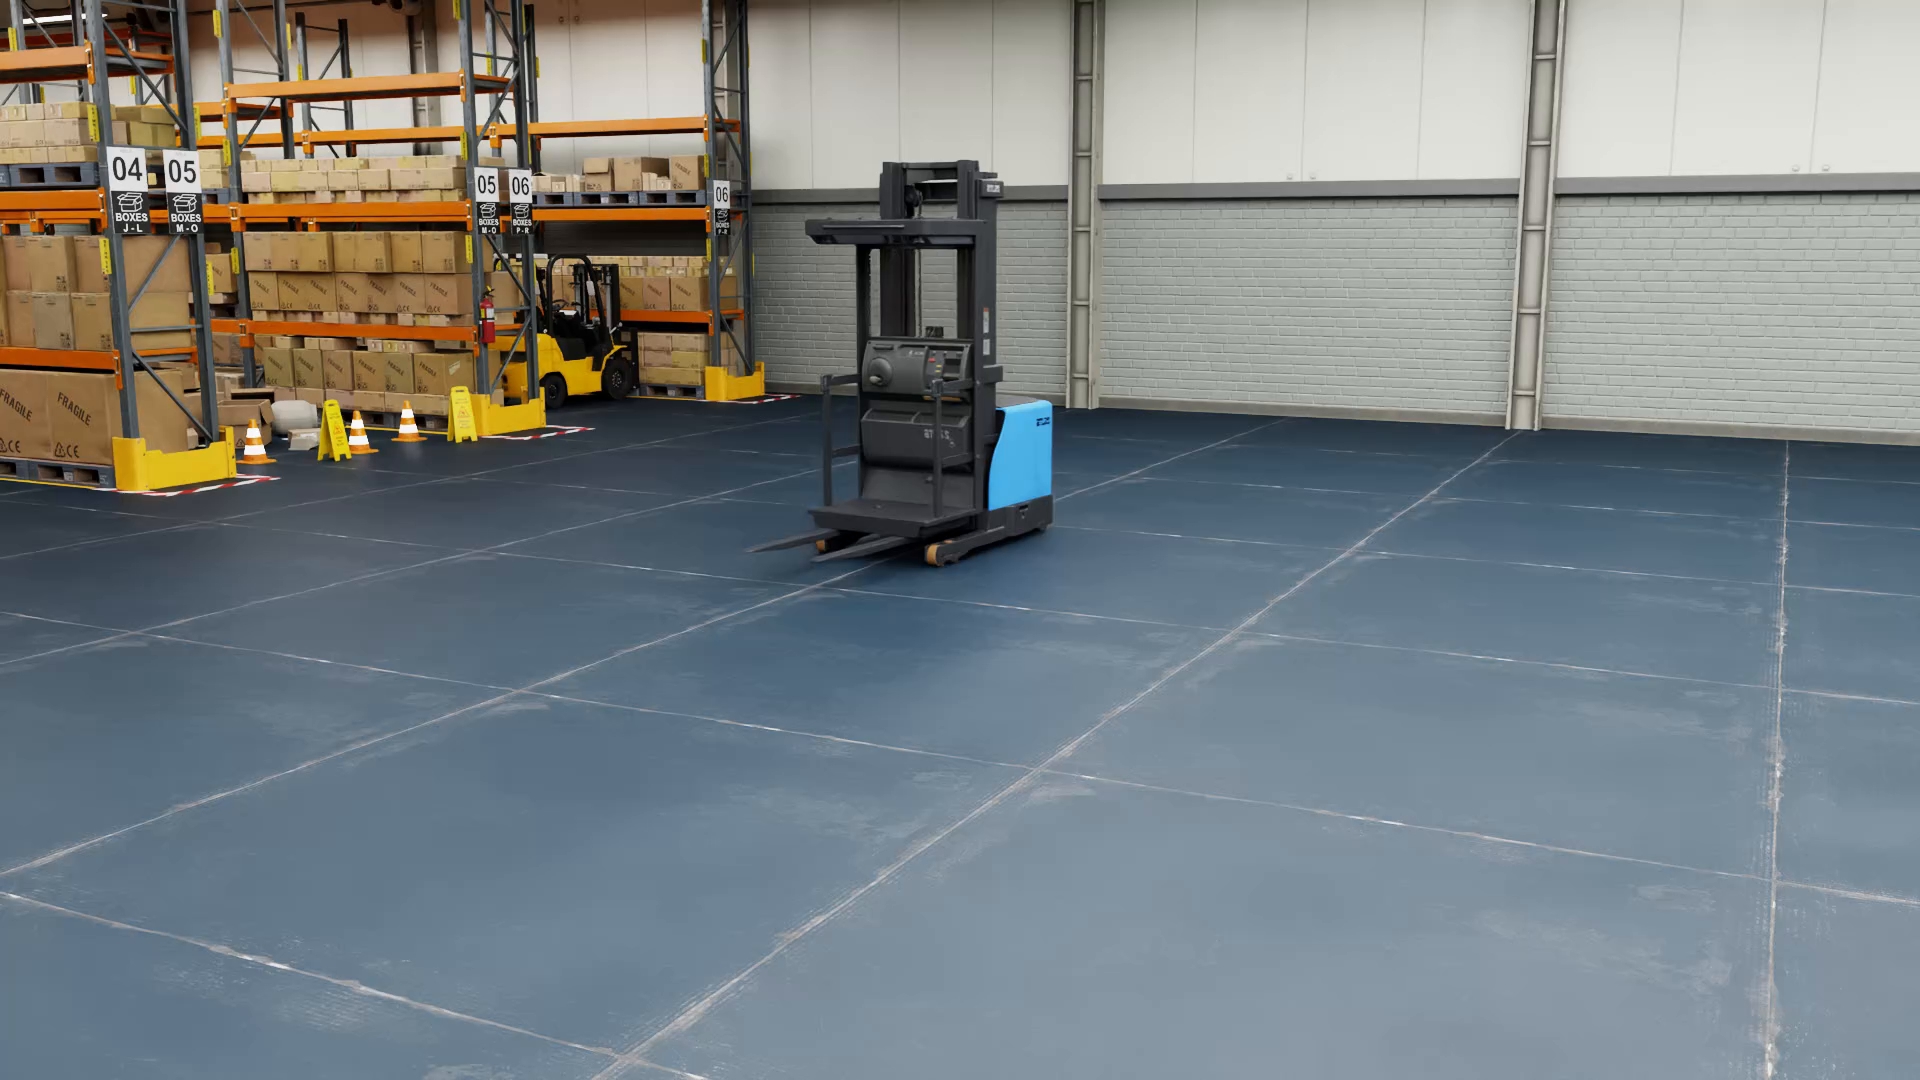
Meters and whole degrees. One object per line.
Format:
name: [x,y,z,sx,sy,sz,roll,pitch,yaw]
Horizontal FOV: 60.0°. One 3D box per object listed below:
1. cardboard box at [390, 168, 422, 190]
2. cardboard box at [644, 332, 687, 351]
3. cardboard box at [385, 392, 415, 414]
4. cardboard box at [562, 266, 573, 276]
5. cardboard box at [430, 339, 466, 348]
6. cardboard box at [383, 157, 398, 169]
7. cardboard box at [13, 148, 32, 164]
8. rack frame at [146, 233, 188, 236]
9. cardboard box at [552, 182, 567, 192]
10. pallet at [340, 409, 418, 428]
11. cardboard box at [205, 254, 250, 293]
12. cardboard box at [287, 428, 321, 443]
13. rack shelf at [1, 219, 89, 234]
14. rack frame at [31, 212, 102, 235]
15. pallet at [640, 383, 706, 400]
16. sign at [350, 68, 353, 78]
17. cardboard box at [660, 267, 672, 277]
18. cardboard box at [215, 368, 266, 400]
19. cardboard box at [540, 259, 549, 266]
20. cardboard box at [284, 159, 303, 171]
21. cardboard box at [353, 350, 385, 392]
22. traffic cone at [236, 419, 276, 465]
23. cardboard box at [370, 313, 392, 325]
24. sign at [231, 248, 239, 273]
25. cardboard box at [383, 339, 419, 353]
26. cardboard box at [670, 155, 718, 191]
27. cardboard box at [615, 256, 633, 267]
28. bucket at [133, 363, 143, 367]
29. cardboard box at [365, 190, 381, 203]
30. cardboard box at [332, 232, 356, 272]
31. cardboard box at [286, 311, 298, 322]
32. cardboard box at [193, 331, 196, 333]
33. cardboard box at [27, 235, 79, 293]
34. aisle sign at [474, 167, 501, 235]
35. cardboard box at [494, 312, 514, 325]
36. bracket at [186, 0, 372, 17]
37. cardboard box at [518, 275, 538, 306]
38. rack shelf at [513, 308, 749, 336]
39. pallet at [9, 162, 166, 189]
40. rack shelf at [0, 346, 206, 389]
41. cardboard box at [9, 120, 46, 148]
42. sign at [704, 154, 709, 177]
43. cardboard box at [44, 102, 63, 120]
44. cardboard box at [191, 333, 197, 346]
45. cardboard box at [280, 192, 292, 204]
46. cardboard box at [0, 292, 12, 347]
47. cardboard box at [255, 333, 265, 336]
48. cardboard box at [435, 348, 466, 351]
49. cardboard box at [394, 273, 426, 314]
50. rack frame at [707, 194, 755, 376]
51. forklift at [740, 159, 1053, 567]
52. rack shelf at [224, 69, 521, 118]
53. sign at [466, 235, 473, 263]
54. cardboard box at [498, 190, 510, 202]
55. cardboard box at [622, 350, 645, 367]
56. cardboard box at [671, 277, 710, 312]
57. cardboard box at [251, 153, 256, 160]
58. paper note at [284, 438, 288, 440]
cardboard box: [-6.629,-4.428,20.439,0.500,0.250,0.500,5,11,25]
cardboard box: [-4.425,-3.005,25.145,0.500,0.250,0.500,5,12,27]
cardboard box: [-6.911,-1.757,21.056,0.500,0.250,0.500,5,11,26]
cardboard box: [-5.929,-4.162,25.699,0.250,0.149,0.380,5,11,25]
cardboard box: [-8.166,-3.089,27.361,0.625,0.625,0.875,5,11,25]
cardboard box: [-6.912,-4.657,20.583,0.250,0.149,0.380,5,11,26]
cardboard box: [-8.837,-3.682,15.977,0.250,0.149,0.380,5,11,26]
rack frame: [-14.175,-4.579,30.108,0.127,3.000,1.000,5,11,26]
cardboard box: [-6.043,-5.413,25.536,0.250,0.149,0.380,5,12,28]
pallet: [-7.477,-1.640,21.701,1.213,0.211,1.003,5,11,26]
cardboard box: [-9.709,-3.558,22.169,0.500,0.500,0.500,5,11,25]
cardboard box: [-7.675,-1.218,19.544,0.380,0.149,0.250,-7,12,-33]
rack shelf: [-15.968,-5.859,30.776,4.000,0.370,1.077,5,11,26]
rack frame: [-12.781,-3.471,23.985,0.127,3.000,1.000,5,11,26]
pallet: [-4.118,-2.315,25.428,1.213,0.211,1.003,5,11,26]
sign: [-10.345,-7.842,28.227,0.005,0.325,0.100,5,11,26]
cardboard box: [-4.296,-4.030,24.973,0.250,0.149,0.380,5,12,27]
cardboard box: [-9.665,-2.110,22.666,0.625,0.372,0.950,5,11,27]
cardboard box: [-6.339,-4.366,25.994,0.250,0.149,0.380,5,11,25]
cardboard box: [-8.353,-4.760,21.154,0.250,0.149,0.380,5,11,25]
cardboard box: [-7.359,-2.166,21.211,0.500,0.500,0.500,5,11,24]
traffic cone: [-7.554,-1.062,17.800,0.334,0.463,0.336,5,11,26]
cardboard box: [-7.214,-2.802,20.993,0.250,0.149,0.380,5,11,25]
sign: [-9.436,-3.636,21.649,0.005,0.325,0.100,5,11,26]
cardboard box: [-7.023,-2.442,20.916,0.250,0.149,0.380,5,12,27]
cardboard box: [-3.918,-5.411,24.539,0.500,0.500,0.500,5,12,28]
cardboard box: [-5.017,-4.227,25.228,0.250,0.149,0.380,5,12,27]
bucket: [-10.151,-1.852,19.963,0.726,0.611,0.620,-10,4,-43]
cardboard box: [-7.186,-4.282,20.748,0.250,0.149,0.380,5,11,24]
cardboard box: [-7.500,-3.660,21.105,0.500,0.500,0.700,5,11,25]
cardboard box: [-8.552,-2.928,21.693,0.250,0.149,0.380,5,11,26]
cardboard box: [-13.453,-3.776,29.691,0.250,0.149,0.380,4,11,23]
cardboard box: [-8.556,-2.711,16.334,0.550,0.550,0.875,5,11,26]
aisle sign: [-5.679,-4.068,19.988,0.004,0.787,0.394,5,11,26]
cardboard box: [-5.819,-2.777,20.855,0.250,0.149,0.380,5,11,26]
bracket: [-11.860,-9.207,28.729,4.783,0.066,0.076,5,11,26]
cardboard box: [-6.718,-3.921,26.193,0.500,0.500,0.500,5,11,24]
rack shelf: [-5.207,-3.437,25.819,4.000,0.370,1.077,5,11,26]
pallet: [-8.376,-3.531,16.144,1.213,0.211,1.003,5,11,26]
rack shelf: [-9.500,-1.846,17.025,4.000,0.370,1.077,5,11,26]
cardboard box: [-8.717,-3.880,15.948,0.500,0.250,0.500,5,11,26]
sign: [-3.666,-5.421,24.072,0.005,0.325,0.100,5,11,26]
cardboard box: [-8.381,-4.035,15.685,0.250,0.149,0.380,5,11,26]
cardboard box: [-13.359,-3.441,29.661,0.500,0.500,0.500,5,11,25]
cardboard box: [-8.541,-4.413,21.473,0.250,0.149,0.380,5,11,26]
cardboard box: [-9.502,-2.277,16.967,0.500,0.550,0.875,5,11,26]
cardboard box: [-12.058,-3.650,28.994,0.250,0.149,0.380,5,11,25]
cardboard box: [-6.700,-2.213,21.472,0.500,0.500,0.500,5,11,24]
cardboard box: [-6.662,-3.075,20.682,0.500,0.500,0.500,5,11,26]
rack frame: [-3.413,-3.633,24.884,0.127,3.000,1.000,5,11,26]
forklift: [-0.445,-1.341,12.409,1.130,2.935,3.031,6,12,31]
rack shelf: [-7.400,-5.594,20.903,4.000,0.370,1.077,5,11,26]
sign: [-5.870,-3.479,19.890,0.005,0.325,0.100,5,11,26]
cardboard box: [-5.760,-4.271,20.688,0.250,0.149,0.380,5,11,26]
cardboard box: [-4.906,-2.800,25.417,0.500,0.250,0.500,5,11,25]
cardboard box: [-3.971,-3.680,24.857,0.500,0.500,0.500,5,11,25]
cardboard box: [-9.992,-5.158,22.724,0.500,0.250,0.500,5,11,25]
paper note: [-8.030,-1.221,19.925,0.148,0.019,0.142,-10,14,-43]
